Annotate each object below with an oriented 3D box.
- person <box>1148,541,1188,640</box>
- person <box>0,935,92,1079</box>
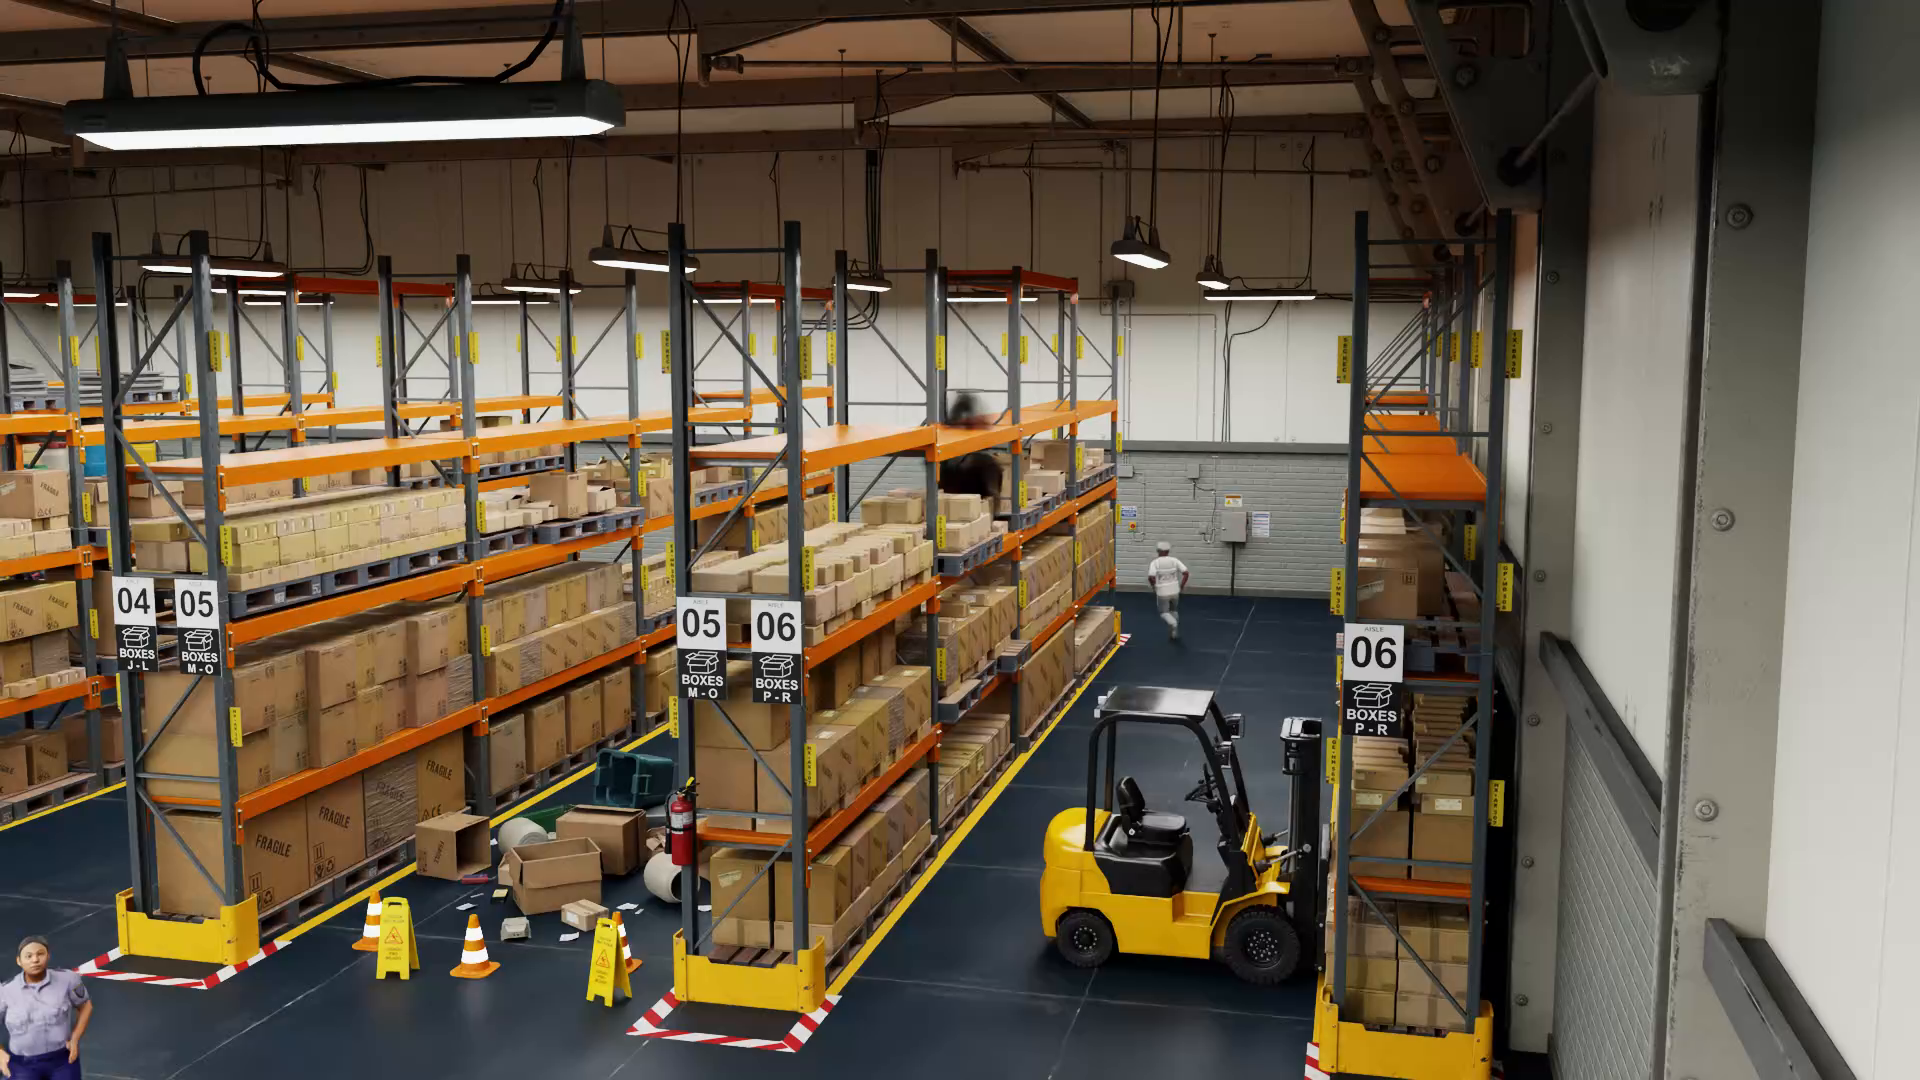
[{"bbox_3d":[3.512,0.898,28.180,0.702,1.744,0.724,-2,7,-12],"label":"person"},{"bbox_3d":[-5.548,3.165,10.032,0.606,1.586,0.560,-5,8,-33],"label":"person"}]
